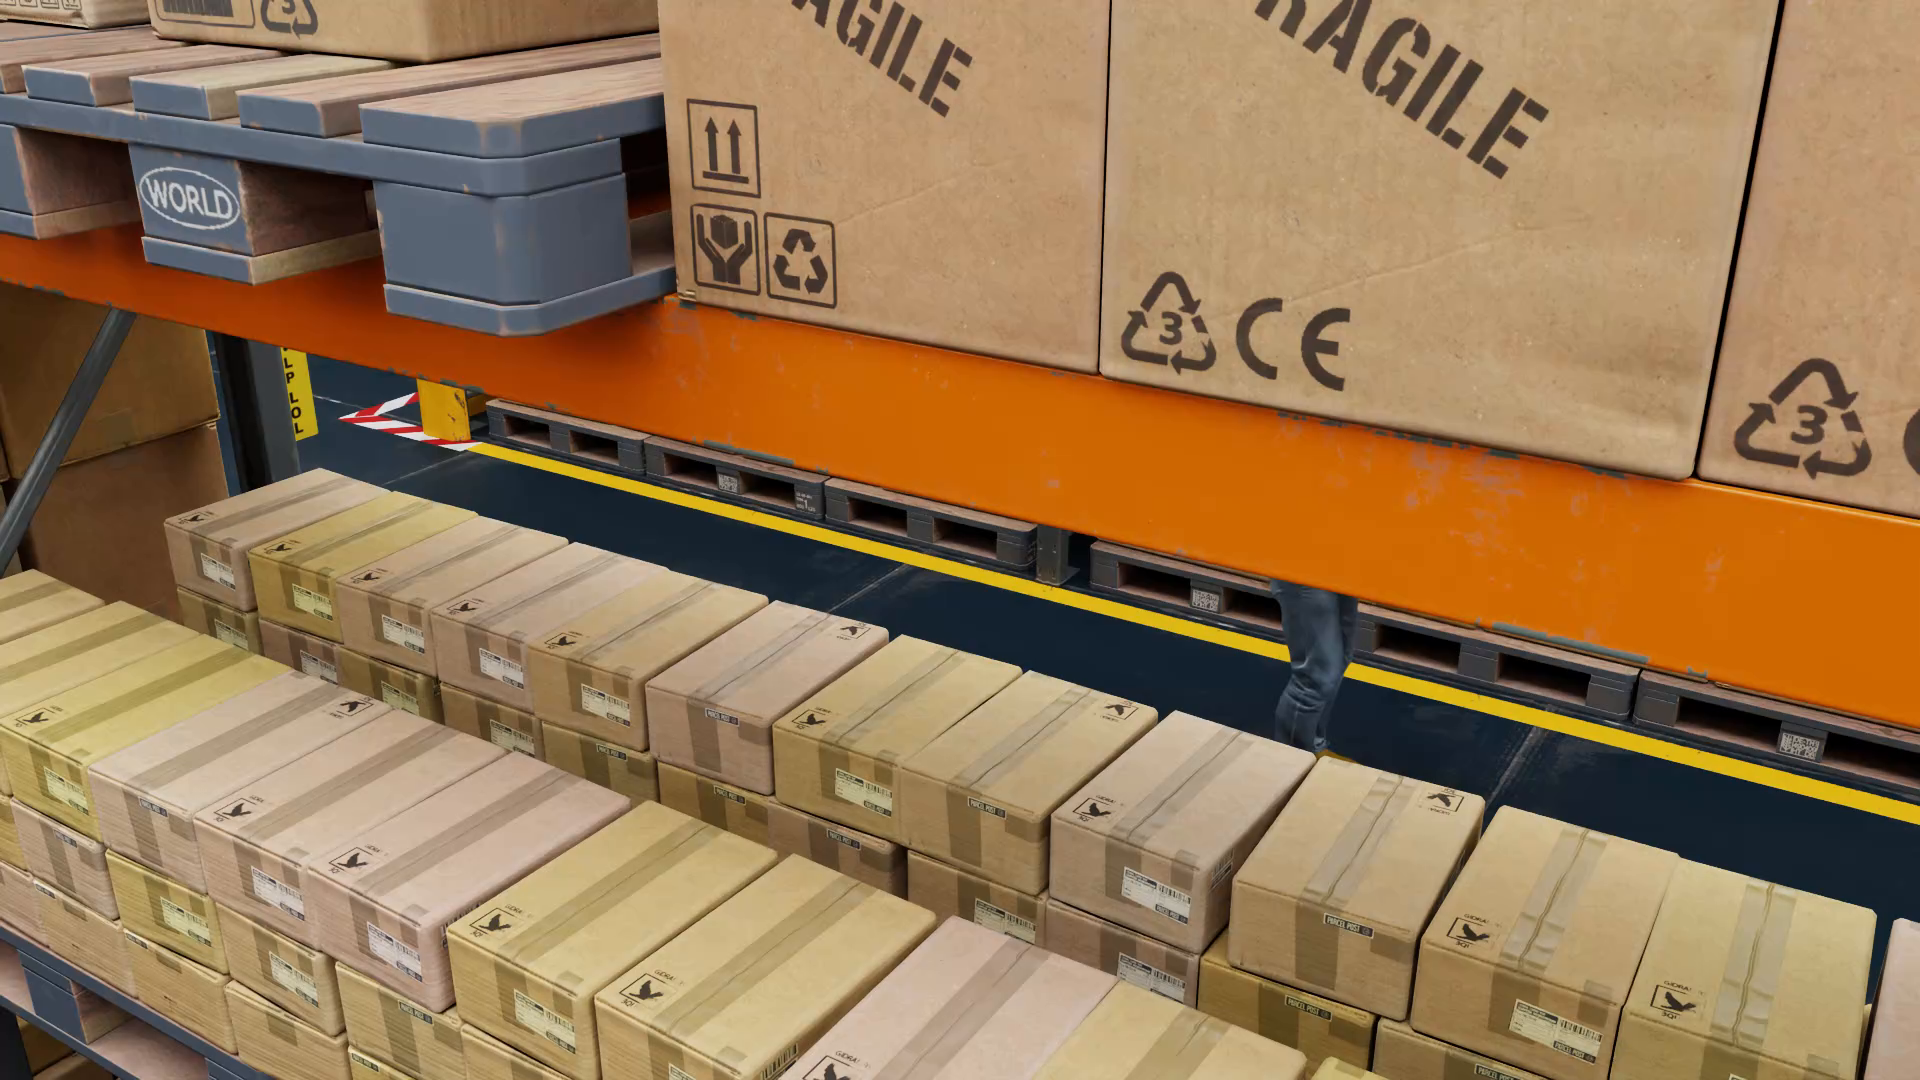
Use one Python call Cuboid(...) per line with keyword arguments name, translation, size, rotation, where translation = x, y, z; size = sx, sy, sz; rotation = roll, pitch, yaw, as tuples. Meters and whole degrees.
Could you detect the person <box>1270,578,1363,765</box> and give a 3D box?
Cuboid(name="person", translation=(1.339, 0.107, 5.822), size=(0.577, 1.760, 0.503), rotation=(14, 27, 30))
